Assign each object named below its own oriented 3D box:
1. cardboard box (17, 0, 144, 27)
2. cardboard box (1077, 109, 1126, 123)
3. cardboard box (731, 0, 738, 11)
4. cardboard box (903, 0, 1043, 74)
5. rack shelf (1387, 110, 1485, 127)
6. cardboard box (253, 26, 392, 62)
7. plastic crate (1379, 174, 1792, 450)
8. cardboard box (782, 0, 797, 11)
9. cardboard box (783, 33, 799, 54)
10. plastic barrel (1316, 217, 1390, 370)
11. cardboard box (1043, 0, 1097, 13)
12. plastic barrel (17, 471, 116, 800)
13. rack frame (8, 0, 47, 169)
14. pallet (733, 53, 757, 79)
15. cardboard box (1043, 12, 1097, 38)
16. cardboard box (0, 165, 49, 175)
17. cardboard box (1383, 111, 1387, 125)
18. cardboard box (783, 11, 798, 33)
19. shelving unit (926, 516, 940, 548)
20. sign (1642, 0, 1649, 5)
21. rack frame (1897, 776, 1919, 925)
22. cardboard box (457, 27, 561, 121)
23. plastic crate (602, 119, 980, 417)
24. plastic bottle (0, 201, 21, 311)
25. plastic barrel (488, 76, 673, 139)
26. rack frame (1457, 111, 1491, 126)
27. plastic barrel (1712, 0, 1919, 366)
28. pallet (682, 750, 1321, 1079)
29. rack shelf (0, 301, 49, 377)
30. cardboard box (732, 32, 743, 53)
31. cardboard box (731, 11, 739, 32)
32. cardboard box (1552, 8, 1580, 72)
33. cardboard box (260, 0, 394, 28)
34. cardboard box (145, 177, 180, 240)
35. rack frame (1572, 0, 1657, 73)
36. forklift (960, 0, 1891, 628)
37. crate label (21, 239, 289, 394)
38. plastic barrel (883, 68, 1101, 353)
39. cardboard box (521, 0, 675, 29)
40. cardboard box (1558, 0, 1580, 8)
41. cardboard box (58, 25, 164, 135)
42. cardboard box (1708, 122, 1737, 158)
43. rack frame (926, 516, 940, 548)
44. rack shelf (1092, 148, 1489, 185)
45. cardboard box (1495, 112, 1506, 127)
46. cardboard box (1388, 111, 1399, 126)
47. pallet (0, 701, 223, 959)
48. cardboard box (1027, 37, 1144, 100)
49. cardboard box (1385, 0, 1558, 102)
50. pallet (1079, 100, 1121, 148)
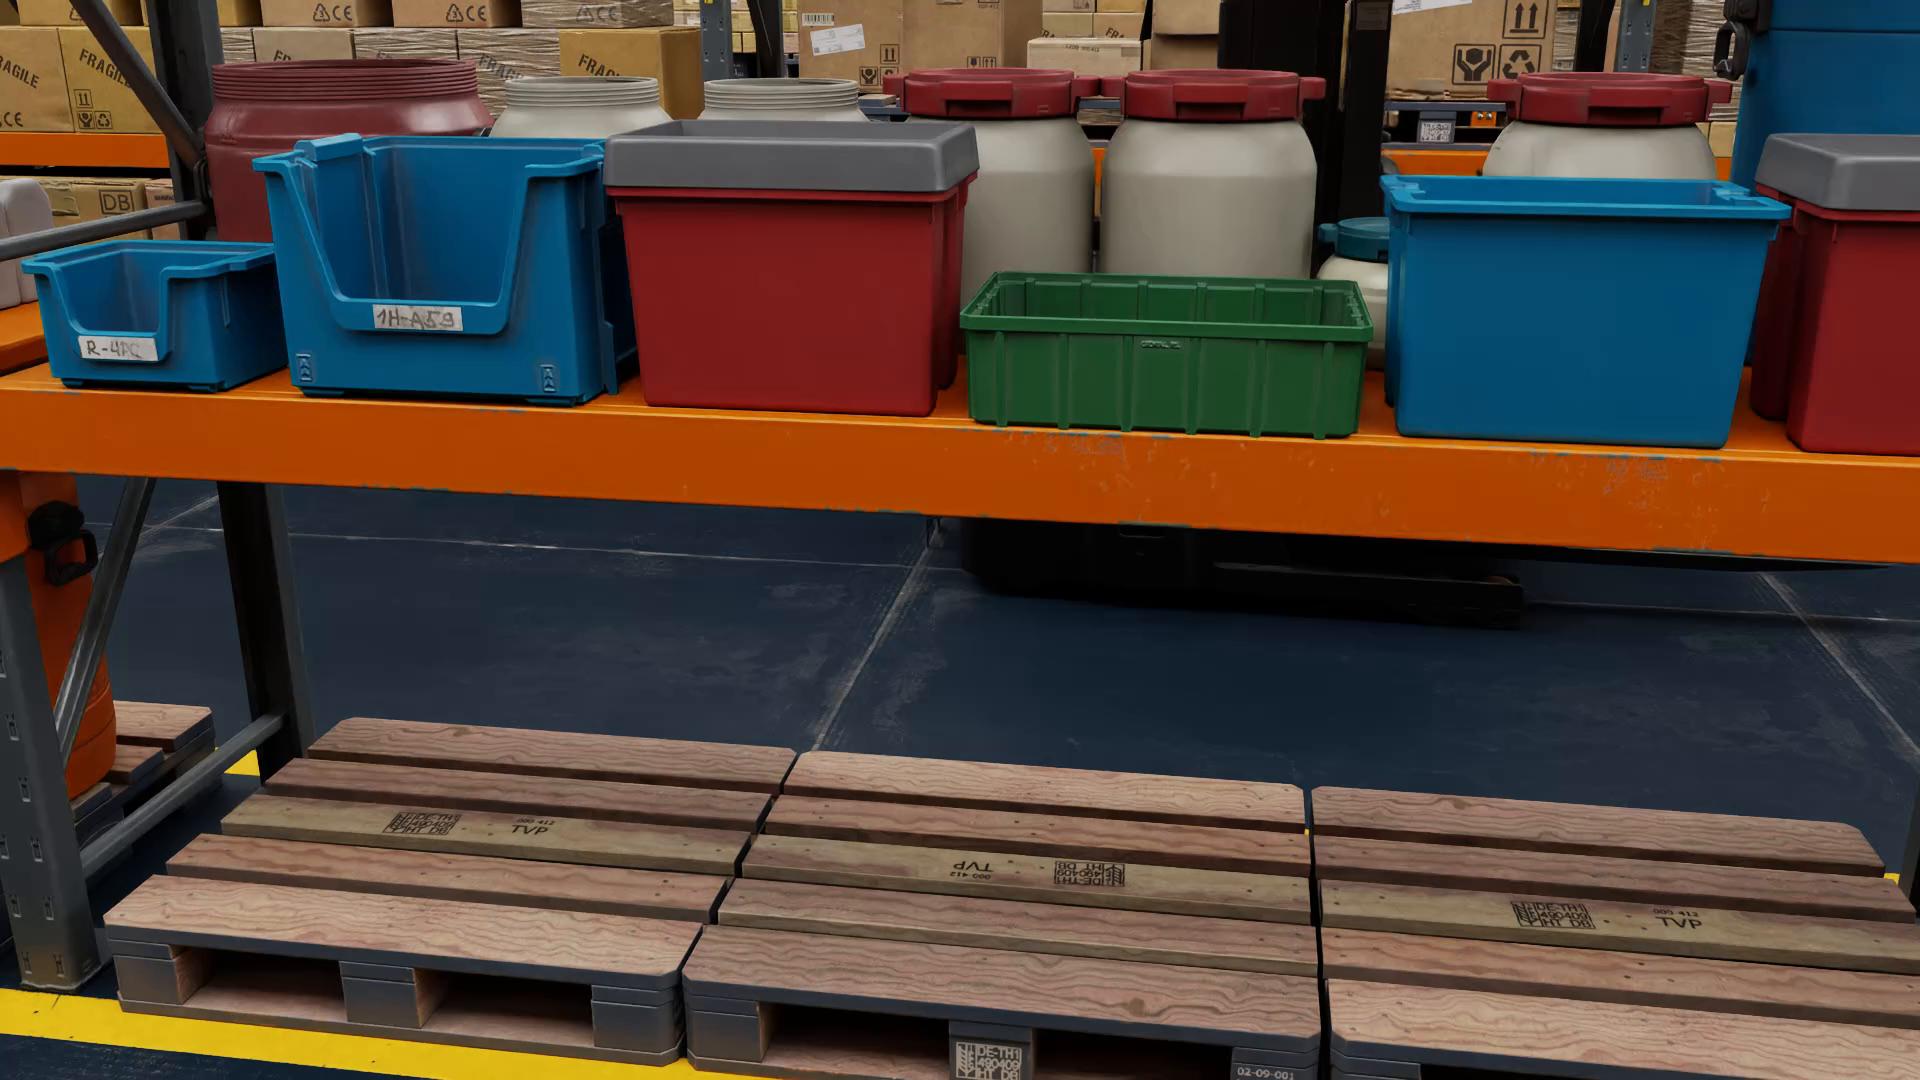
[{"bbox_3d":[-4.358,-2.880,8.444,0.637,0.503,0.797,2,19,7],"label":"cardboard box"},{"bbox_3d":[1.929,-5.882,22.237,0.625,0.625,0.875,4,19,10],"label":"cardboard box"},{"bbox_3d":[-1.718,-4.030,12.416,0.250,0.149,0.380,3,19,9],"label":"cardboard box"},{"bbox_3d":[0.066,-2.420,7.989,0.500,0.500,0.700,6,19,17],"label":"cardboard box"},{"bbox_3d":[1.821,-3.292,12.548,4.000,0.370,1.077,3,19,9],"label":"rack shelf"},{"bbox_3d":[-3.074,-2.258,8.165,0.500,0.500,0.500,3,19,10],"label":"cardboard box"},{"bbox_3d":[0.985,-0.382,2.744,0.575,0.384,0.392,3,19,9],"label":"plastic crate"},{"bbox_3d":[-1.217,-4.003,12.337,0.250,0.149,0.380,4,19,10],"label":"cardboard box"},{"bbox_3d":[-1.213,-3.720,12.429,0.250,0.149,0.380,3,19,10],"label":"cardboard box"},{"bbox_3d":[0.841,-0.481,3.231,0.301,0.262,0.301,0,18,0],"label":"plastic barrel"},{"bbox_3d":[0.787,-4.205,12.409,0.500,0.500,0.700,3,19,8],"label":"cardboard box"},{"bbox_3d":[-2.312,0.177,3.804,0.708,0.830,0.600,3,19,9],"label":"plastic barrel"},{"bbox_3d":[-4.990,-2.386,8.708,0.127,3.000,1.000,3,19,9],"label":"rack frame"},{"bbox_3d":[-2.115,-3.730,13.025,1.213,0.211,1.003,3,19,9],"label":"pallet"},{"bbox_3d":[0.749,-3.649,12.325,0.500,0.500,0.500,3,19,8],"label":"cardboard box"},{"bbox_3d":[-5.629,-1.636,9.152,0.875,0.875,0.875,3,19,9],"label":"cardboard box"},{"bbox_3d":[5.690,-5.411,21.418,0.500,0.250,0.500,3,19,9],"label":"cardboard box"},{"bbox_3d":[-1.238,-3.862,12.385,0.250,0.149,0.380,3,19,10],"label":"cardboard box"},{"bbox_3d":[-0.011,-0.570,6.115,0.189,1.200,0.258,3,19,10],"label":"shelving unit"},{"bbox_3d":[2.825,-2.359,6.800,0.005,0.325,0.100,3,19,9],"label":"sign"},{"bbox_3d":[2.123,-0.432,2.867,0.127,3.000,1.000,3,19,9],"label":"rack frame"},{"bbox_3d":[-2.058,-2.207,8.013,0.500,0.500,0.500,3,19,8],"label":"cardboard box"},{"bbox_3d":[-0.279,-0.486,2.929,0.583,0.464,0.402,3,19,9],"label":"plastic crate"},{"bbox_3d":[-2.226,-0.650,3.713,0.135,0.276,0.152,3,19,9],"label":"plastic bottle"},{"bbox_3d":[-0.776,-0.701,3.496,0.421,0.512,0.421,0,18,0],"label":"plastic barrel"},{"bbox_3d":[3.796,-3.532,12.133,0.127,3.000,1.000,3,19,9],"label":"rack frame"},{"bbox_3d":[1.790,-0.784,3.129,0.708,0.901,0.600,3,19,9],"label":"plastic barrel"},{"bbox_3d":[0.134,0.802,3.572,1.213,0.211,1.003,3,19,9],"label":"pallet"},{"bbox_3d":[-3.801,-0.393,3.883,4.000,0.370,1.077,3,19,9],"label":"rack shelf"},{"bbox_3d":[-1.724,-3.747,12.509,0.250,0.149,0.380,2,19,6],"label":"cardboard box"},{"bbox_3d":[-1.730,-3.888,12.462,0.250,0.149,0.380,3,19,8],"label":"cardboard box"},{"bbox_3d":[4.162,-3.589,12.065,0.550,0.550,0.875,3,19,9],"label":"cardboard box"},{"bbox_3d":[-3.066,-2.815,8.251,0.637,0.503,0.797,4,19,10],"label":"cardboard box"},{"bbox_3d":[-3.472,-1.507,8.767,0.875,0.875,1.225,2,19,7],"label":"cardboard box"},{"bbox_3d":[2.909,-1.984,7.504,0.127,3.000,1.000,3,19,9],"label":"rack frame"},{"bbox_3d":[1.567,-1.285,5.524,3.031,2.935,1.130,3,19,10],"label":"forklift"},{"bbox_3d":[-1.469,-0.415,3.081,0.416,0.233,0.303,3,19,9],"label":"crate label"},{"bbox_3d":[0.062,-0.672,3.370,0.433,0.535,0.433,0,18,0],"label":"plastic barrel"},{"bbox_3d":[-1.760,-2.750,8.056,0.637,0.503,0.797,4,19,11],"label":"cardboard box"},{"bbox_3d":[4.154,-4.086,11.850,0.550,0.550,0.875,3,19,9],"label":"cardboard box"},{"bbox_3d":[-4.079,-2.307,8.314,0.500,0.500,0.500,3,19,9],"label":"cardboard box"},{"bbox_3d":[3.318,-1.743,7.180,0.250,0.149,0.380,3,19,9],"label":"cardboard box"},{"bbox_3d":[-0.101,-0.575,6.130,0.006,1.200,0.240,3,19,10],"label":"rack frame"},{"bbox_3d":[0.934,-1.743,7.919,4.000,0.370,1.077,3,19,9],"label":"rack shelf"},{"bbox_3d":[4.405,-2.670,12.244,0.875,0.875,0.875,3,19,9],"label":"cardboard box"},{"bbox_3d":[4.228,-3.703,15.389,0.500,0.500,0.500,3,19,9],"label":"cardboard box"},{"bbox_3d":[-2.611,0.662,3.990,1.213,0.211,1.003,3,19,9],"label":"pallet"},{"bbox_3d":[0.578,-2.157,7.596,0.500,0.250,0.500,2,19,7],"label":"cardboard box"},{"bbox_3d":[2.147,-2.551,7.593,1.000,1.000,1.000,3,19,9],"label":"cardboard box"},{"bbox_3d":[0.921,-2.007,7.877,1.213,0.211,1.003,3,19,9],"label":"pallet"}]
